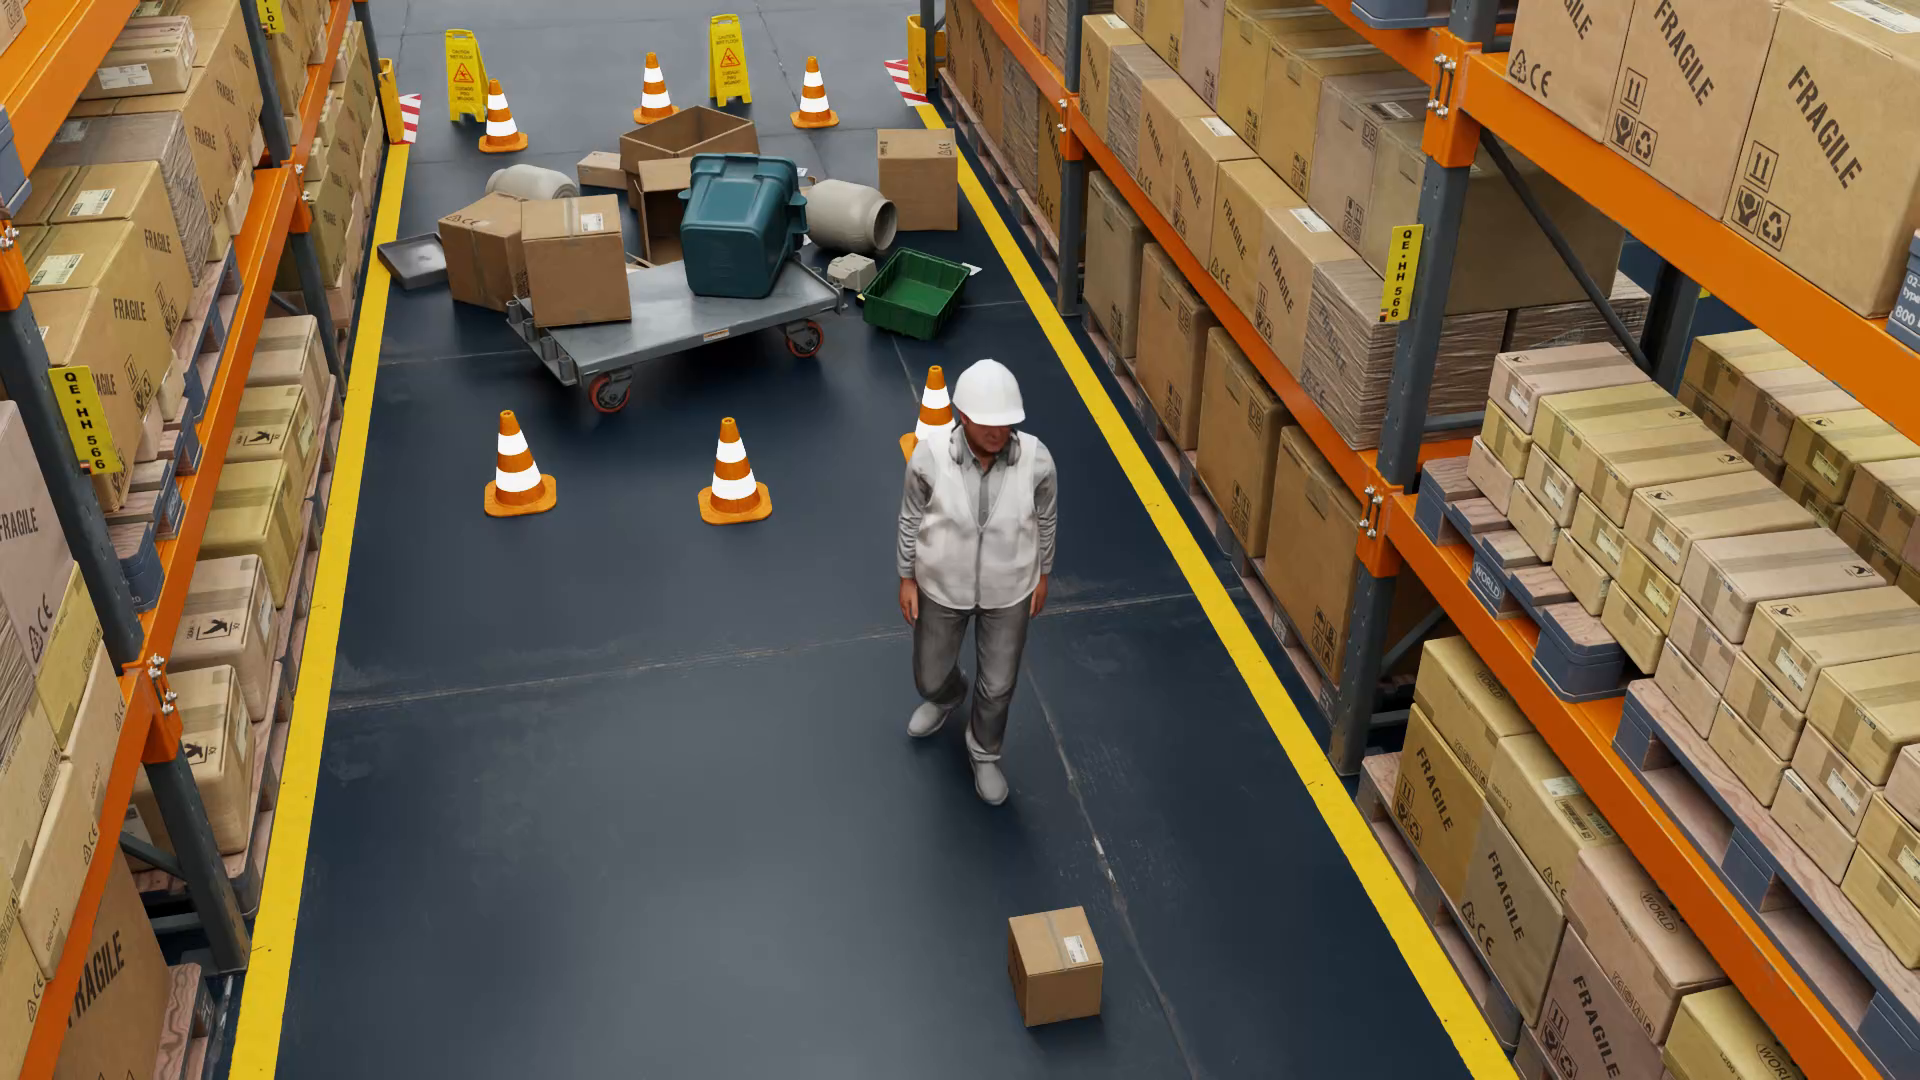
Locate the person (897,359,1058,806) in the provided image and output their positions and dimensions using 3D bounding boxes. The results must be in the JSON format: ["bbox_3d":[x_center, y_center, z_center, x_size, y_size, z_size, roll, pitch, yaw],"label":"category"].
[{"bbox_3d":[0.059,0.117,5.951,0.563,1.777,0.552,-1,34,-1],"label":"person"}]
